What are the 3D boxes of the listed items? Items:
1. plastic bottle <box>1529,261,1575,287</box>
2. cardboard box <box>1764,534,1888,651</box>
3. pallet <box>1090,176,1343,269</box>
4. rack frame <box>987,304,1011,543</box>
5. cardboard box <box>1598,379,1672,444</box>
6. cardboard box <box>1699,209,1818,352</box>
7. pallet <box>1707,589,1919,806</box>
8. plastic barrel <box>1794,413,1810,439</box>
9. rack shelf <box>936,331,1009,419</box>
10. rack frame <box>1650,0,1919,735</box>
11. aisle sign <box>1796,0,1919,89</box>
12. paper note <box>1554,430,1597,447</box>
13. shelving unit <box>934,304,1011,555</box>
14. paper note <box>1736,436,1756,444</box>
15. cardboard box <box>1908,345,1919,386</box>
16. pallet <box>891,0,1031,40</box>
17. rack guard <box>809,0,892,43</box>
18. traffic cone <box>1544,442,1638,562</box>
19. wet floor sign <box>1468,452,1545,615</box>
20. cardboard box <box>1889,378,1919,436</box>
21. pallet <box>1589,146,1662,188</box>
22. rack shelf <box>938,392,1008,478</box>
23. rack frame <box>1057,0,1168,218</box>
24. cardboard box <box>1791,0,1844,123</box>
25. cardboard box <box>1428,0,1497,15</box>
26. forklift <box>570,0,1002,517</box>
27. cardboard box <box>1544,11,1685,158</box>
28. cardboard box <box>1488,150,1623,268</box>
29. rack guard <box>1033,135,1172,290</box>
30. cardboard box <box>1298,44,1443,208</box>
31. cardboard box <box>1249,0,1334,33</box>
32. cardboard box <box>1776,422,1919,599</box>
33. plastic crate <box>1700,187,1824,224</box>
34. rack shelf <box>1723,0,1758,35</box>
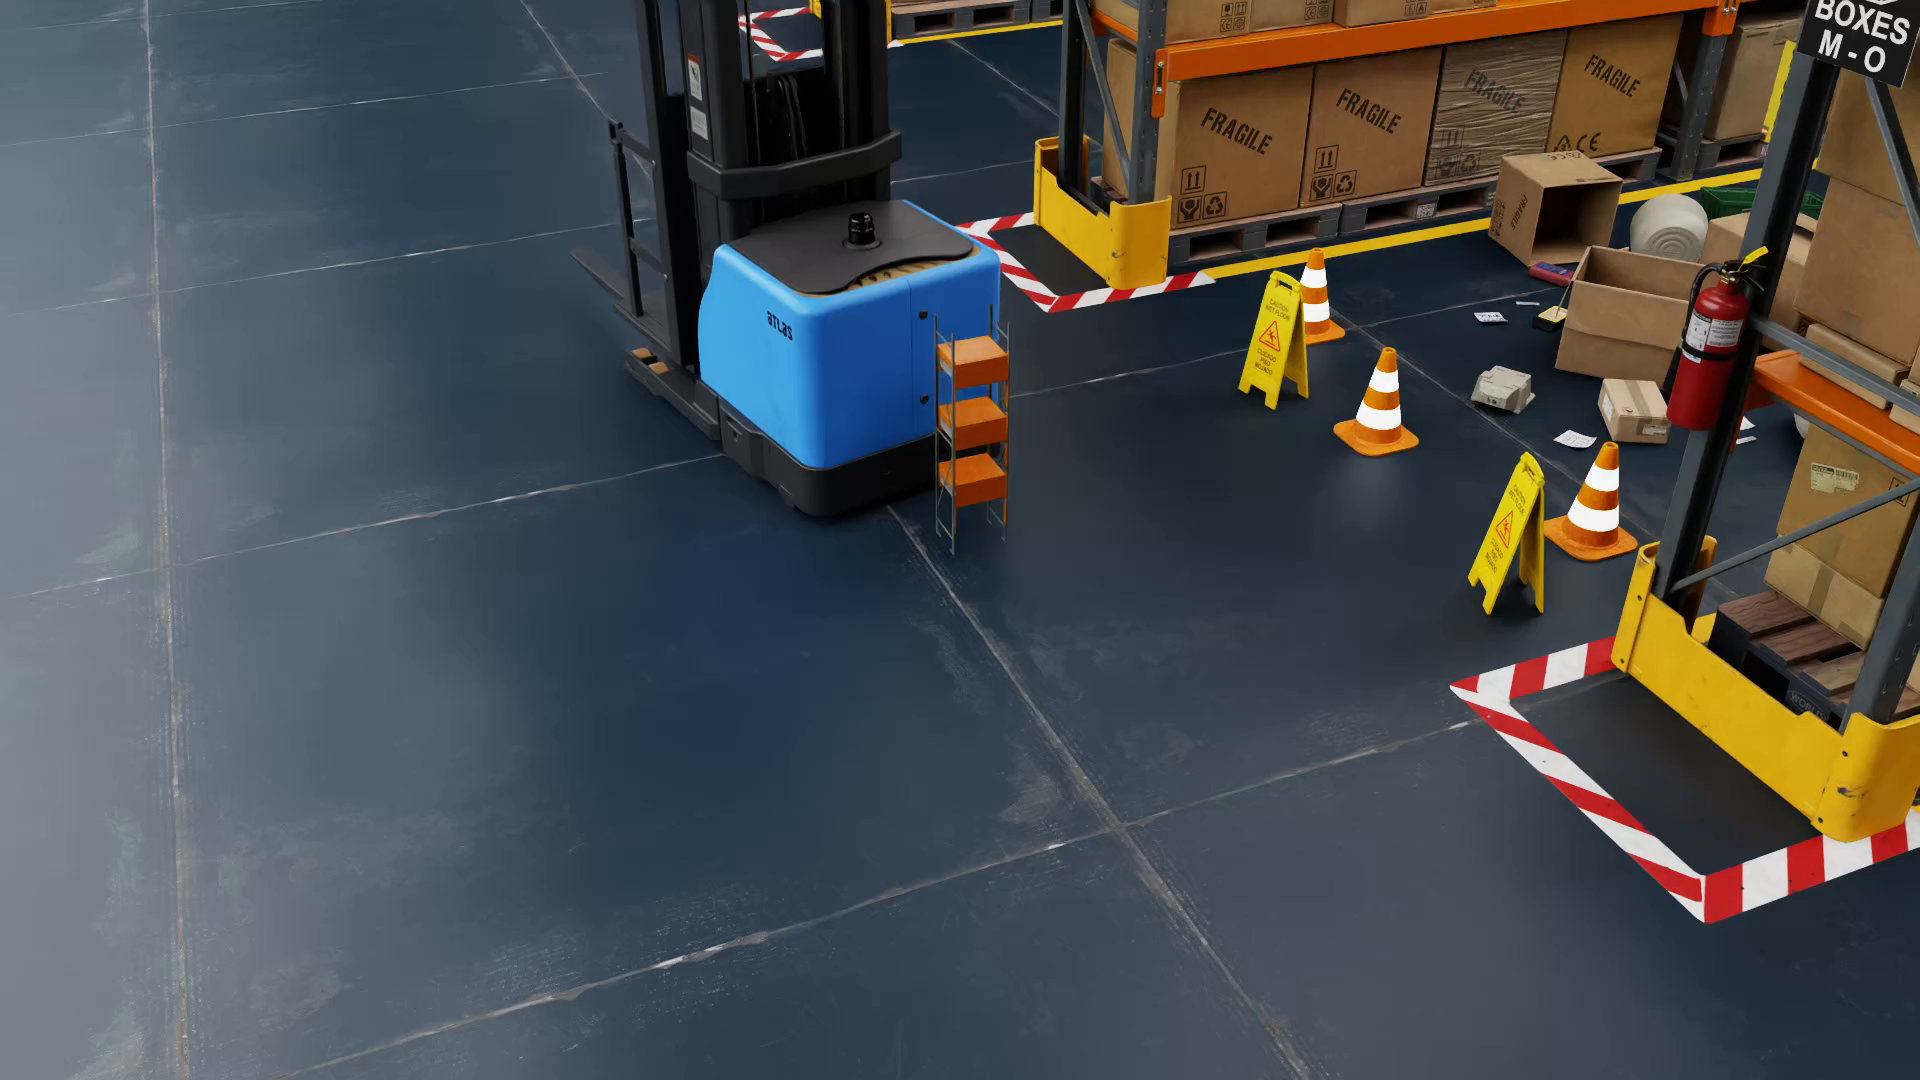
[{"bbox_3d":[3.419,-1.514,9.521,0.133,0.061,0.283,-27,42,-35],"label":"plastic bottle"},{"bbox_3d":[3.513,0.136,6.427,0.500,0.250,0.500,-13,35,-19],"label":"cardboard box"},{"bbox_3d":[1.547,-2.036,10.186,1.213,0.211,1.003,-13,35,-19],"label":"pallet"},{"bbox_3d":[0.162,-0.477,7.021,0.008,1.050,0.200,-13,35,-19],"label":"rack frame"},{"bbox_3d":[3.275,-0.627,8.077,0.250,0.149,0.380,4,33,6],"label":"cardboard box"},{"bbox_3d":[4.348,-1.385,8.793,0.503,0.637,0.797,-13,35,-19],"label":"cardboard box"},{"bbox_3d":[3.682,0.470,6.335,1.213,0.211,1.003,-13,35,-19],"label":"pallet"},{"bbox_3d":[4.168,-0.647,7.856,0.421,0.421,0.512,10,34,14],"label":"plastic barrel"},{"bbox_3d":[0.049,-0.680,6.832,0.240,0.259,0.215,-13,35,-19],"label":"rack shelf"},{"bbox_3d":[2.850,-0.529,5.313,0.127,3.000,1.000,-13,35,-19],"label":"rack frame"},{"bbox_3d":[2.680,-1.752,4.808,0.004,0.787,0.394,-13,35,-19],"label":"aisle sign"},{"bbox_3d":[2.951,-0.485,7.968,0.142,0.019,0.148,-27,42,-35],"label":"paper note"},{"bbox_3d":[0.049,-0.451,6.981,0.252,1.050,0.215,-13,35,-19],"label":"shelving unit"},{"bbox_3d":[3.767,-0.480,7.979,0.123,0.001,0.032,-13,35,-19],"label":"paper note"},{"bbox_3d":[3.394,-0.656,5.144,0.500,0.500,0.500,-13,35,-20],"label":"cardboard box"},{"bbox_3d":[-0.154,-4.514,13.993,1.213,0.211,1.003,-13,35,-19],"label":"pallet"},{"bbox_3d":[-0.917,-4.481,13.678,0.348,0.500,1.175,-13,35,-19],"label":"rack guard"},{"bbox_3d":[2.747,-0.206,7.142,0.334,0.463,0.336,-13,35,-19],"label":"traffic cone"},{"bbox_3d":[2.260,-0.040,6.721,0.232,0.644,0.267,-2,33,-2],"label":"wet floor sign"},{"bbox_3d":[3.243,-0.392,5.332,0.250,0.149,0.380,-13,35,-19],"label":"cardboard box"},{"bbox_3d":[3.797,-2.552,10.978,1.213,0.211,1.003,-13,35,-19],"label":"pallet"},{"bbox_3d":[0.049,-0.442,6.987,0.240,0.259,0.215,-13,35,-19],"label":"rack shelf"},{"bbox_3d":[0.840,-2.997,9.106,0.127,3.000,1.000,-13,35,-19],"label":"rack frame"},{"bbox_3d":[5.957,-3.453,11.484,0.750,0.750,1.050,-13,35,-19],"label":"cardboard box"},{"bbox_3d":[2.701,-3.476,9.704,0.500,0.550,0.875,-13,35,-19],"label":"cardboard box"},{"bbox_3d":[-1.056,-2.088,7.772,1.130,2.935,3.031,-21,38,-28],"label":"forklift"},{"bbox_3d":[3.921,-3.030,10.719,0.875,0.875,0.875,-12,35,-18],"label":"cardboard box"},{"bbox_3d":[3.494,-1.951,9.788,0.500,0.500,0.500,-7,34,-11],"label":"cardboard box"},{"bbox_3d":[0.818,-1.944,9.780,0.348,0.500,1.175,-13,35,-19],"label":"rack guard"},{"bbox_3d":[2.250,-2.646,10.129,0.875,0.875,0.875,-13,35,-20],"label":"cardboard box"},{"bbox_3d":[1.663,-3.288,9.416,0.550,0.550,0.875,-13,35,-19],"label":"cardboard box"},{"bbox_3d":[3.487,-0.167,6.206,0.500,0.500,0.500,-13,35,-19],"label":"cardboard box"},{"bbox_3d":[4.875,-1.992,10.086,0.662,0.188,0.450,4,23,6],"label":"plastic crate"},{"bbox_3d":[6.372,-3.962,11.249,4.000,0.370,1.077,-13,35,-19],"label":"rack shelf"}]
